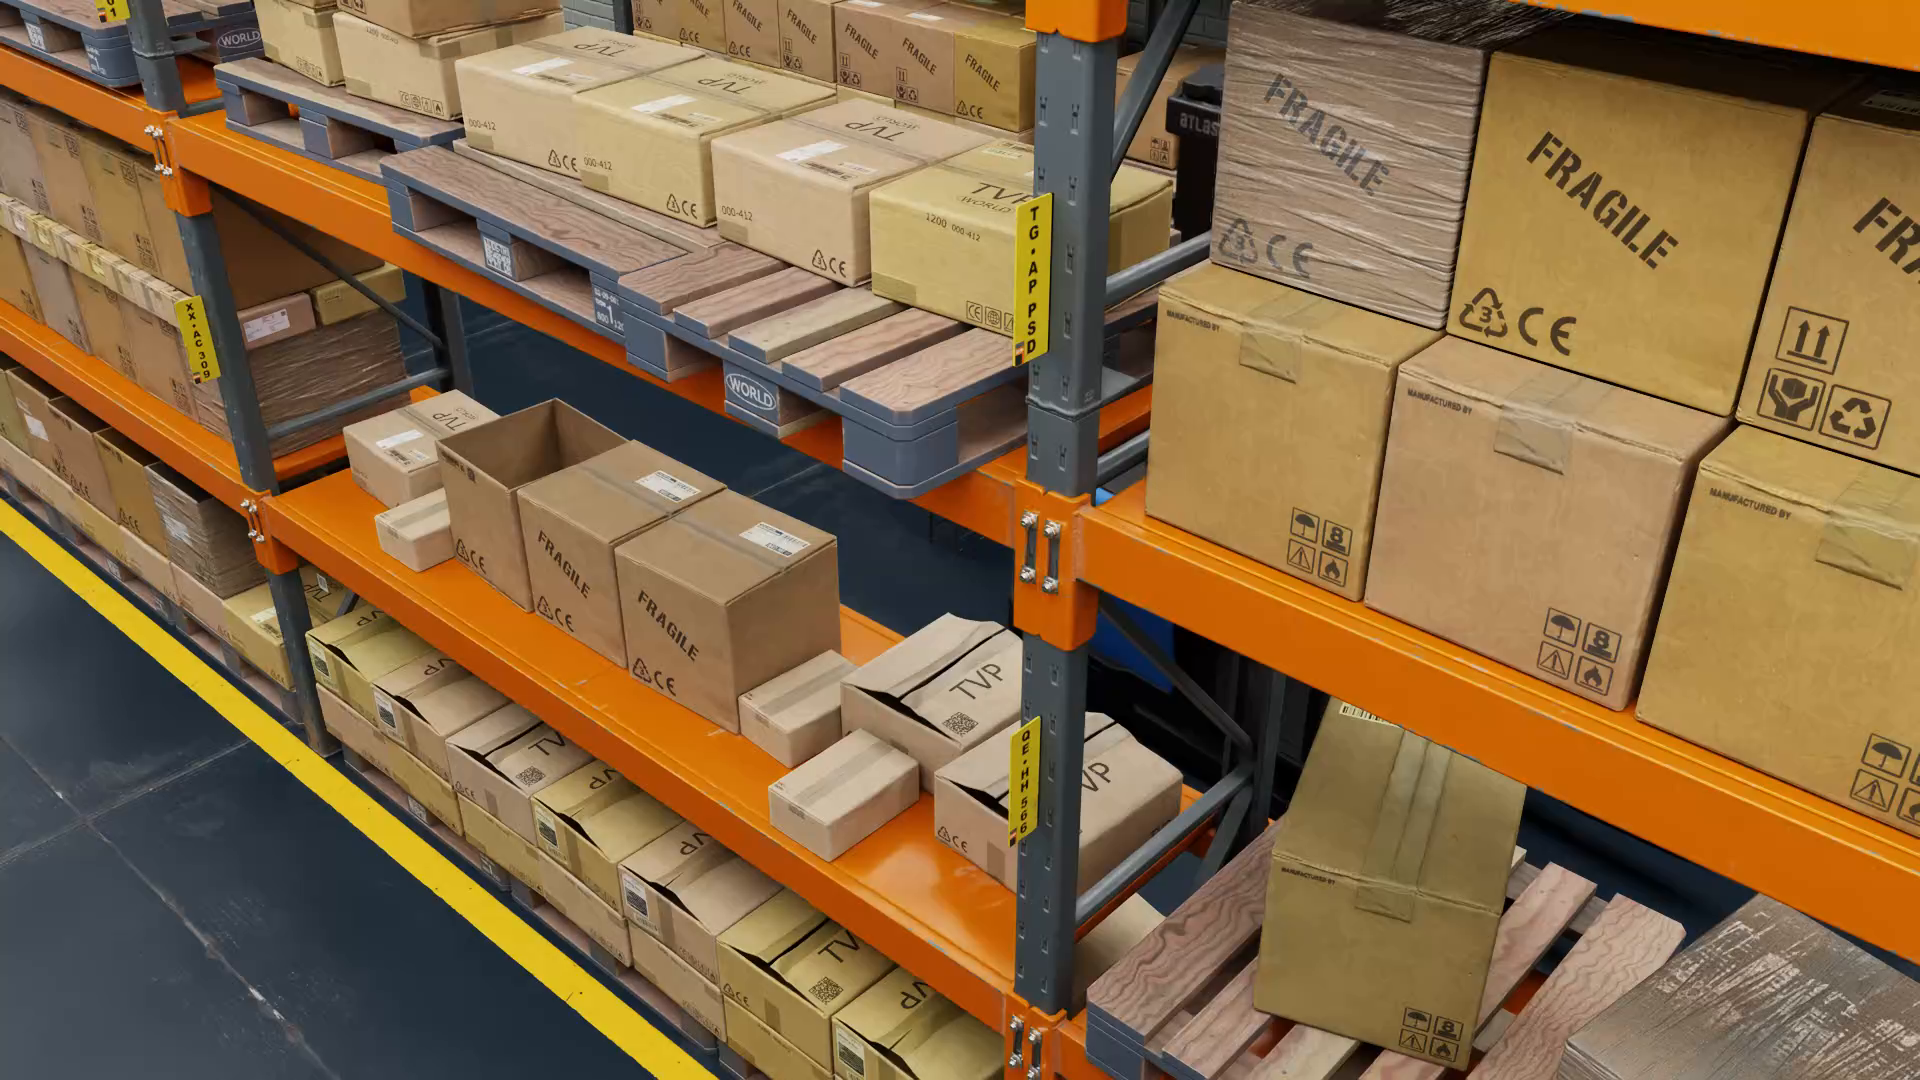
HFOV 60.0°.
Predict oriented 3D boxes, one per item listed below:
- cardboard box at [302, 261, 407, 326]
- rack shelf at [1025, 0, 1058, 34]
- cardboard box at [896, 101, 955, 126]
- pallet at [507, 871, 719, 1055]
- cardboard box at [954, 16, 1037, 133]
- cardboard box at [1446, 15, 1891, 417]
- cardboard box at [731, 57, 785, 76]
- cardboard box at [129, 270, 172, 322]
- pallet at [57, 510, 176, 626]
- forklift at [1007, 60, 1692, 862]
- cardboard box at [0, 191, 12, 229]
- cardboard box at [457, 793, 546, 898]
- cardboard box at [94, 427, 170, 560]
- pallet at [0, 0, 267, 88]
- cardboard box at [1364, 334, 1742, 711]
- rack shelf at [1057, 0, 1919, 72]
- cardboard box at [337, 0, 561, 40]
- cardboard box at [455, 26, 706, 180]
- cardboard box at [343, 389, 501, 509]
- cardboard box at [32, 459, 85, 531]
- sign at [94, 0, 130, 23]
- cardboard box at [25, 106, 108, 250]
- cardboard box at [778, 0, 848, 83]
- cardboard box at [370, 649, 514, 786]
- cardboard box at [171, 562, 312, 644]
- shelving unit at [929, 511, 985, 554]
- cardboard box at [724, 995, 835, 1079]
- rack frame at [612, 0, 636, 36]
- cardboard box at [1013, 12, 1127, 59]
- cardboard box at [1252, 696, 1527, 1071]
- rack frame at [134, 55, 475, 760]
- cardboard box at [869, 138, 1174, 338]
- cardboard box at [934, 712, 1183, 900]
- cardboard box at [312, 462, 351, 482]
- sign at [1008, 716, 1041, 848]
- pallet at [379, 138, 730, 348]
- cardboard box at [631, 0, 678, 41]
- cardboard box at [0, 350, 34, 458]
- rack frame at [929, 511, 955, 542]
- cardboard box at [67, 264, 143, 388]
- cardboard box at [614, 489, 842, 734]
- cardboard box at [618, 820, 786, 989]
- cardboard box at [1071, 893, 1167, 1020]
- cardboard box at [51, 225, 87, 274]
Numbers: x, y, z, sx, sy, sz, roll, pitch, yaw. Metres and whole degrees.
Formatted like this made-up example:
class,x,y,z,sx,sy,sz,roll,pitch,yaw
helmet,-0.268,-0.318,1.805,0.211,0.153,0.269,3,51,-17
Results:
class,x,y,z,sx,sy,sz,roll,pitch,yaw
cardboard box,-2.519,-1.035,6.835,0.250,0.149,0.380,25,39,35
rack shelf,-0.966,-1.946,4.342,4.000,0.370,1.077,25,39,35
cardboard box,-0.046,-2.611,10.304,0.500,0.250,0.500,25,39,35
pallet,-0.968,1.310,6.370,1.213,0.211,1.003,25,39,35
cardboard box,0.314,-2.754,9.815,0.500,0.500,0.500,25,39,35
cardboard box,1.214,-0.589,2.846,0.500,0.500,0.500,25,39,35
cardboard box,-1.177,-3.128,11.164,0.500,0.250,0.500,24,39,34
cardboard box,-3.172,-1.056,6.870,0.250,0.149,0.380,24,38,34
pallet,-3.920,-0.066,8.655,1.213,0.211,1.003,25,39,35
forklift,1.575,-0.337,6.468,1.130,2.935,3.031,-25,39,-35
cardboard box,-4.312,-1.589,7.756,0.250,0.149,0.380,24,39,35
cardboard box,-1.552,1.041,6.371,0.500,0.250,0.500,24,38,34
cardboard box,-3.676,-0.296,7.866,0.500,0.500,0.500,25,39,35
pallet,-3.099,-2.080,6.474,1.213,0.211,1.003,25,39,35
cardboard box,1.241,-0.176,3.129,0.500,0.500,0.910,25,39,35
rack shelf,1.999,-0.561,2.043,4.000,0.370,1.077,25,39,35
cardboard box,-1.581,-1.852,5.022,0.500,0.500,0.500,-25,39,-35
cardboard box,-1.073,-1.263,4.769,0.500,0.250,0.500,21,37,31
cardboard box,-2.055,-0.329,6.534,0.500,0.250,0.500,-27,40,-37
cardboard box,-4.423,-0.318,8.629,0.500,0.250,0.500,25,39,35
sign,-2.821,-1.875,5.470,0.005,0.325,0.100,25,39,35
cardboard box,-3.529,-1.645,7.219,0.500,0.500,0.700,25,39,35
cardboard box,-0.812,-3.282,10.693,0.500,0.500,0.500,26,40,36
cardboard box,-1.942,0.624,6.520,0.500,0.311,0.500,25,39,35
cardboard box,-3.304,0.197,7.773,0.500,0.250,0.500,25,39,35
shelving unit,-0.011,-0.519,8.449,0.189,1.200,0.258,25,39,35
cardboard box,-0.422,1.569,5.493,0.500,0.250,0.500,25,39,35
rack frame,-2.094,-3.827,12.199,0.127,3.000,1.000,25,39,35
cardboard box,0.664,-2.951,10.142,0.500,0.500,0.500,24,38,34
cardboard box,1.059,0.789,4.026,0.500,0.500,0.700,12,33,19
rack frame,-2.449,-0.547,6.751,0.127,3.000,1.000,25,39,35
cardboard box,0.142,-0.699,3.833,0.500,0.250,0.500,22,37,32
cardboard box,0.276,0.733,4.711,0.500,0.311,0.500,-27,40,-37
cardboard box,-2.583,-0.151,7.624,0.500,0.500,0.500,25,39,35
sign,0.146,0.555,3.798,0.005,0.325,0.100,25,39,35
pallet,-0.878,-0.954,4.700,1.213,0.211,1.003,27,40,37
cardboard box,-1.941,-3.813,11.574,0.500,0.500,0.500,25,39,35
cardboard box,-4.795,-0.812,8.722,0.500,0.500,0.500,25,39,35
rack frame,-0.079,-0.551,8.501,0.006,1.200,0.240,25,39,35
cardboard box,-3.547,-1.096,7.566,0.500,0.500,0.700,26,39,36
cardboard box,-0.739,0.220,5.380,0.500,0.500,0.500,23,38,33
cardboard box,-0.799,1.155,5.639,0.500,0.311,0.500,25,39,35
cardboard box,0.325,1.301,5.395,0.500,0.311,0.500,27,40,37
cardboard box,-3.735,-1.320,7.309,0.250,0.149,0.380,26,40,36
